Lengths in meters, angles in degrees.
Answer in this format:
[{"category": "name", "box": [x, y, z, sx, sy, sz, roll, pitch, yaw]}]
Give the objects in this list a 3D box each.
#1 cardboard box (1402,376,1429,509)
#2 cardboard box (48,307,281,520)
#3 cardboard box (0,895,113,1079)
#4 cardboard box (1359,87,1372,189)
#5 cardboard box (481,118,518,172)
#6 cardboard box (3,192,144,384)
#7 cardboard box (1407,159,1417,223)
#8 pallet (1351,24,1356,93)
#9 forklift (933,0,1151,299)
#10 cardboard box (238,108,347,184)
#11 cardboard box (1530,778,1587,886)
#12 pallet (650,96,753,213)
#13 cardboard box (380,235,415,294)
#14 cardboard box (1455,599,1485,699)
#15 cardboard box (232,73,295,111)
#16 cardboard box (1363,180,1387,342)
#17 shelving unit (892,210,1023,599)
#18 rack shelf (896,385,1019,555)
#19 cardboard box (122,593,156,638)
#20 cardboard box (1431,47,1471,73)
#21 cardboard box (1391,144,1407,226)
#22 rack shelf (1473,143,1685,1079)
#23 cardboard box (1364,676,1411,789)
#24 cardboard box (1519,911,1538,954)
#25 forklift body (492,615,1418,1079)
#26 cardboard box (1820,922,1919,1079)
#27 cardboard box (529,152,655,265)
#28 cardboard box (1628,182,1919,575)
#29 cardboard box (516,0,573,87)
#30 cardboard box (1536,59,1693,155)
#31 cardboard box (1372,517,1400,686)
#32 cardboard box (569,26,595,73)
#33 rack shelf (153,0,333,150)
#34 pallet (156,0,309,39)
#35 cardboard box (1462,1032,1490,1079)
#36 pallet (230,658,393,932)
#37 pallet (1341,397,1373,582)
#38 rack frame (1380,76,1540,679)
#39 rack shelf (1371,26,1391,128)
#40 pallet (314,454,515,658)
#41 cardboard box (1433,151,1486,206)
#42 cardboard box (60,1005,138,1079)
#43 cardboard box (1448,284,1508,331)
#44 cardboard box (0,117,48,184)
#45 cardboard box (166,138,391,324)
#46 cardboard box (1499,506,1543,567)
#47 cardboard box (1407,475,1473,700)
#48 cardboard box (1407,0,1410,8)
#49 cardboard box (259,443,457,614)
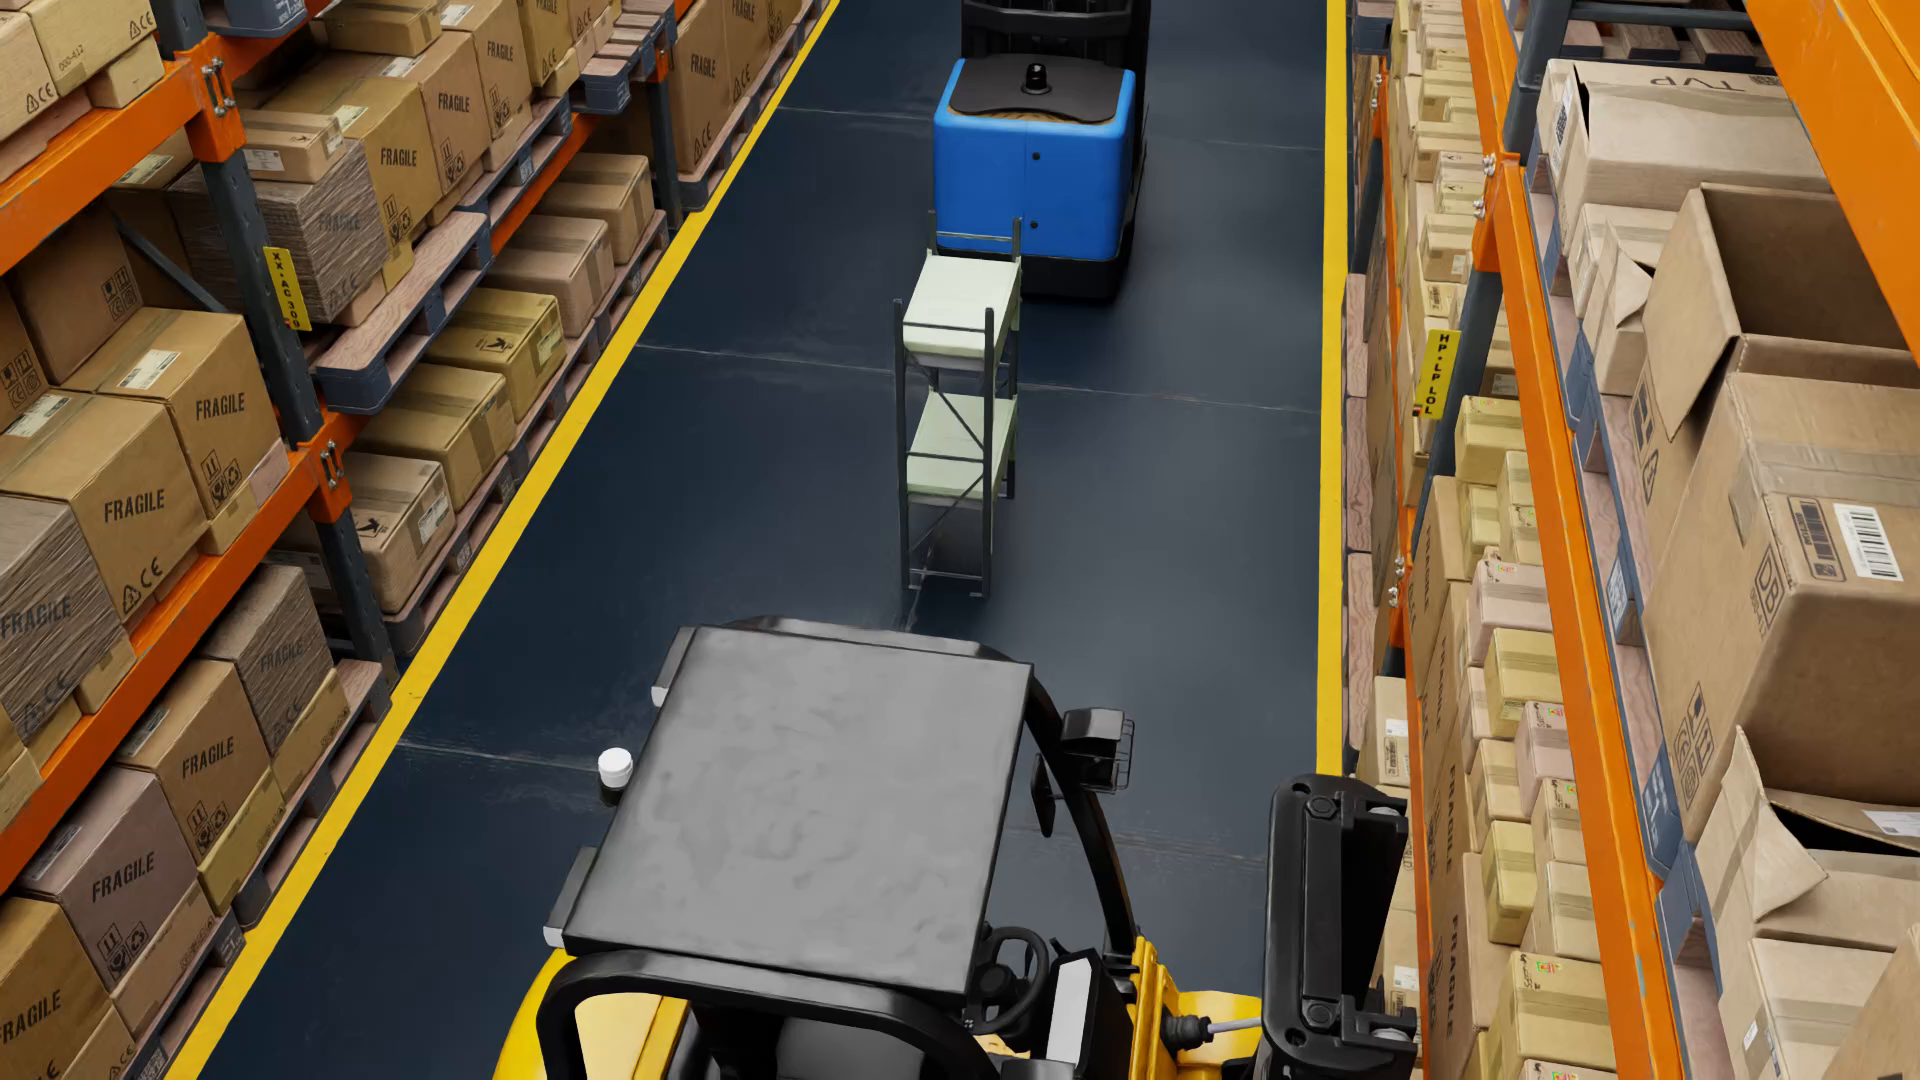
[{"category": "cardboard box", "box": [1.849, -0.332, 5.915, 0.500, 0.250, 0.500, 7, 40, 9]}, {"category": "cardboard box", "box": [-2.702, -0.436, 5.612, 0.500, 0.500, 0.500, 5, 40, 7]}, {"category": "cardboard box", "box": [-2.966, 1.396, 4.947, 0.500, 0.500, 0.500, 7, 40, 9]}, {"category": "cardboard box", "box": [2.670, -2.355, 9.877, 0.500, 0.500, 0.500, 6, 40, 7]}, {"category": "cardboard box", "box": [-2.210, -1.781, 7.418, 0.380, 0.149, 0.250, 8, 40, 9]}, {"category": "cardboard box", "box": [-3.160, -0.876, 5.359, 0.700, 0.500, 0.500, 6, 40, 7]}, {"category": "cardboard box", "box": [2.134, -1.474, 6.904, 0.500, 0.250, 0.500, 7, 40, 8]}, {"category": "pallet", "box": [3.300, -3.476, 11.788, 1.003, 0.211, 1.213, 6, 40, 8]}, {"category": "forklift", "box": [0.591, -3.412, 9.577, 1.130, 2.935, 3.031, 6, 40, 7]}, {"category": "cardboard box", "box": [-2.440, -1.411, 5.952, 0.380, 0.149, 0.250, 6, 40, 7]}, {"category": "cardboard box", "box": [1.501, 0.695, 3.734, 0.380, 0.149, 0.250, 7, 40, 8]}, {"category": "pallet", "box": [-1.967, -2.512, 10.622, 1.003, 0.211, 1.213, 6, 40, 8]}, {"category": "cardboard box", "box": [-2.411, -1.122, 6.621, 0.380, 0.149, 0.250, 7, 40, 9]}, {"category": "cardboard box", "box": [1.528, 0.314, 4.429, 0.380, 0.149, 0.250, 7, 40, 9]}, {"category": "cardboard box", "box": [-2.932, -1.531, 6.606, 0.500, 0.500, 0.500, 7, 40, 8]}, {"category": "cardboard box", "box": [2.590, -1.412, 8.637, 0.875, 0.625, 0.625, 8, 40, 9]}, {"category": "shelving unit", "box": [-0.001, -0.574, 7.267, 0.431, 1.500, 0.755, 6, 40, 8]}, {"category": "rack shelf", "box": [-0.001, -0.323, 7.475, 0.431, 0.370, 0.720, 6, 40, 8]}, {"category": "cardboard box", "box": [-2.841, 0.210, 5.339, 0.380, 0.149, 0.250, 6, 40, 7]}, {"category": "cardboard box", "box": [2.255, -2.018, 7.249, 0.380, 0.149, 0.250, 7, 40, 8]}, {"category": "cardboard box", "box": [2.220, -1.606, 7.457, 0.500, 0.250, 0.500, 5, 40, 6]}, {"category": "rack shelf", "box": [1.673, 0.332, 3.205, 1.077, 0.370, 4.000, 6, 40, 8]}, {"category": "cardboard box", "box": [1.627, 0.737, 5.548, 0.500, 0.250, 0.500, 6, 40, 7]}, {"category": "cardboard box", "box": [1.441, 0.974, 3.630, 0.380, 0.149, 0.250, 6, 40, 7]}, {"category": "forklift body", "box": [-0.142, 1.402, 4.367, 2.313, 2.155, 1.214, 6, 40, 8]}, {"category": "cardboard box", "box": [1.164, 0.766, 1.629, 0.500, 0.500, 0.500, 8, 40, 9]}, {"category": "cardboard box", "box": [-2.286, -1.895, 9.421, 0.950, 0.372, 0.625, 4, 40, 5]}, {"category": "cardboard box", "box": [1.578, -0.230, 2.831, 0.797, 0.503, 0.637, 8, 40, 9]}, {"category": "cardboard box", "box": [-2.148, -2.456, 7.725, 0.500, 0.500, 0.500, 4, 40, 5]}, {"category": "cardboard box", "box": [1.643, -1.056, 4.108, 0.380, 0.149, 0.250, 7, 40, 9]}, {"category": "cardboard box", "box": [2.099, 0.380, 6.470, 0.875, 0.625, 0.625, 8, 40, 10]}, {"category": "cardboard box", "box": [-2.029, -2.437, 8.211, 0.380, 0.149, 0.250, 5, 40, 6]}, {"category": "rack shelf", "box": [-2.524, -2.723, 6.900, 1.077, 0.370, 4.000, 6, 40, 8]}, {"category": "pallet", "box": [-2.658, -2.049, 5.667, 1.213, 0.211, 1.003, 6, 40, 8]}, {"category": "cardboard box", "box": [1.341, 1.443, 3.572, 0.500, 0.500, 0.500, 6, 40, 7]}, {"category": "pallet", "box": [-2.952, 0.911, 6.483, 1.003, 0.211, 1.213, 6, 40, 8]}, {"category": "pallet", "box": [2.317, -0.204, 7.831, 1.003, 0.211, 1.213, 6, 40, 8]}, {"category": "rack frame", "box": [2.019, -0.044, 5.450, 1.000, 3.000, 0.127, 6, 40, 8]}, {"category": "rack shelf", "box": [3.058, -3.533, 10.233, 1.077, 0.370, 4.000, 6, 40, 8]}, {"category": "pallet", "box": [-2.737, -0.004, 7.589, 1.003, 0.211, 1.213, 6, 40, 8]}, {"category": "cardboard box", "box": [2.052, -1.377, 6.474, 0.380, 0.149, 0.250, 7, 40, 8]}, {"category": "cardboard box", "box": [-2.973, 1.680, 5.193, 0.500, 0.250, 0.500, 9, 40, 11]}, {"category": "cardboard box", "box": [1.887, -0.736, 5.698, 0.380, 0.149, 0.250, 6, 40, 7]}, {"category": "cardboard box", "box": [-2.775, -1.105, 4.576, 0.380, 0.149, 0.250, 7, 40, 8]}, {"category": "cardboard box", "box": [-2.507, -1.167, 6.166, 0.500, 0.500, 0.500, 7, 40, 9]}, {"category": "cardboard box", "box": [1.680, 0.055, 4.509, 0.380, 0.149, 0.250, 6, 40, 7]}, {"category": "cardboard box", "box": [1.685, 0.167, 5.116, 0.500, 0.500, 0.500, 5, 40, 6]}, {"category": "cardboard box", "box": [2.366, -2.676, 8.045, 0.380, 0.149, 0.250, 8, 40, 9]}, {"category": "cardboard box", "box": [-2.782, -0.068, 7.211, 0.950, 0.372, 0.625, 7, 40, 8]}]
